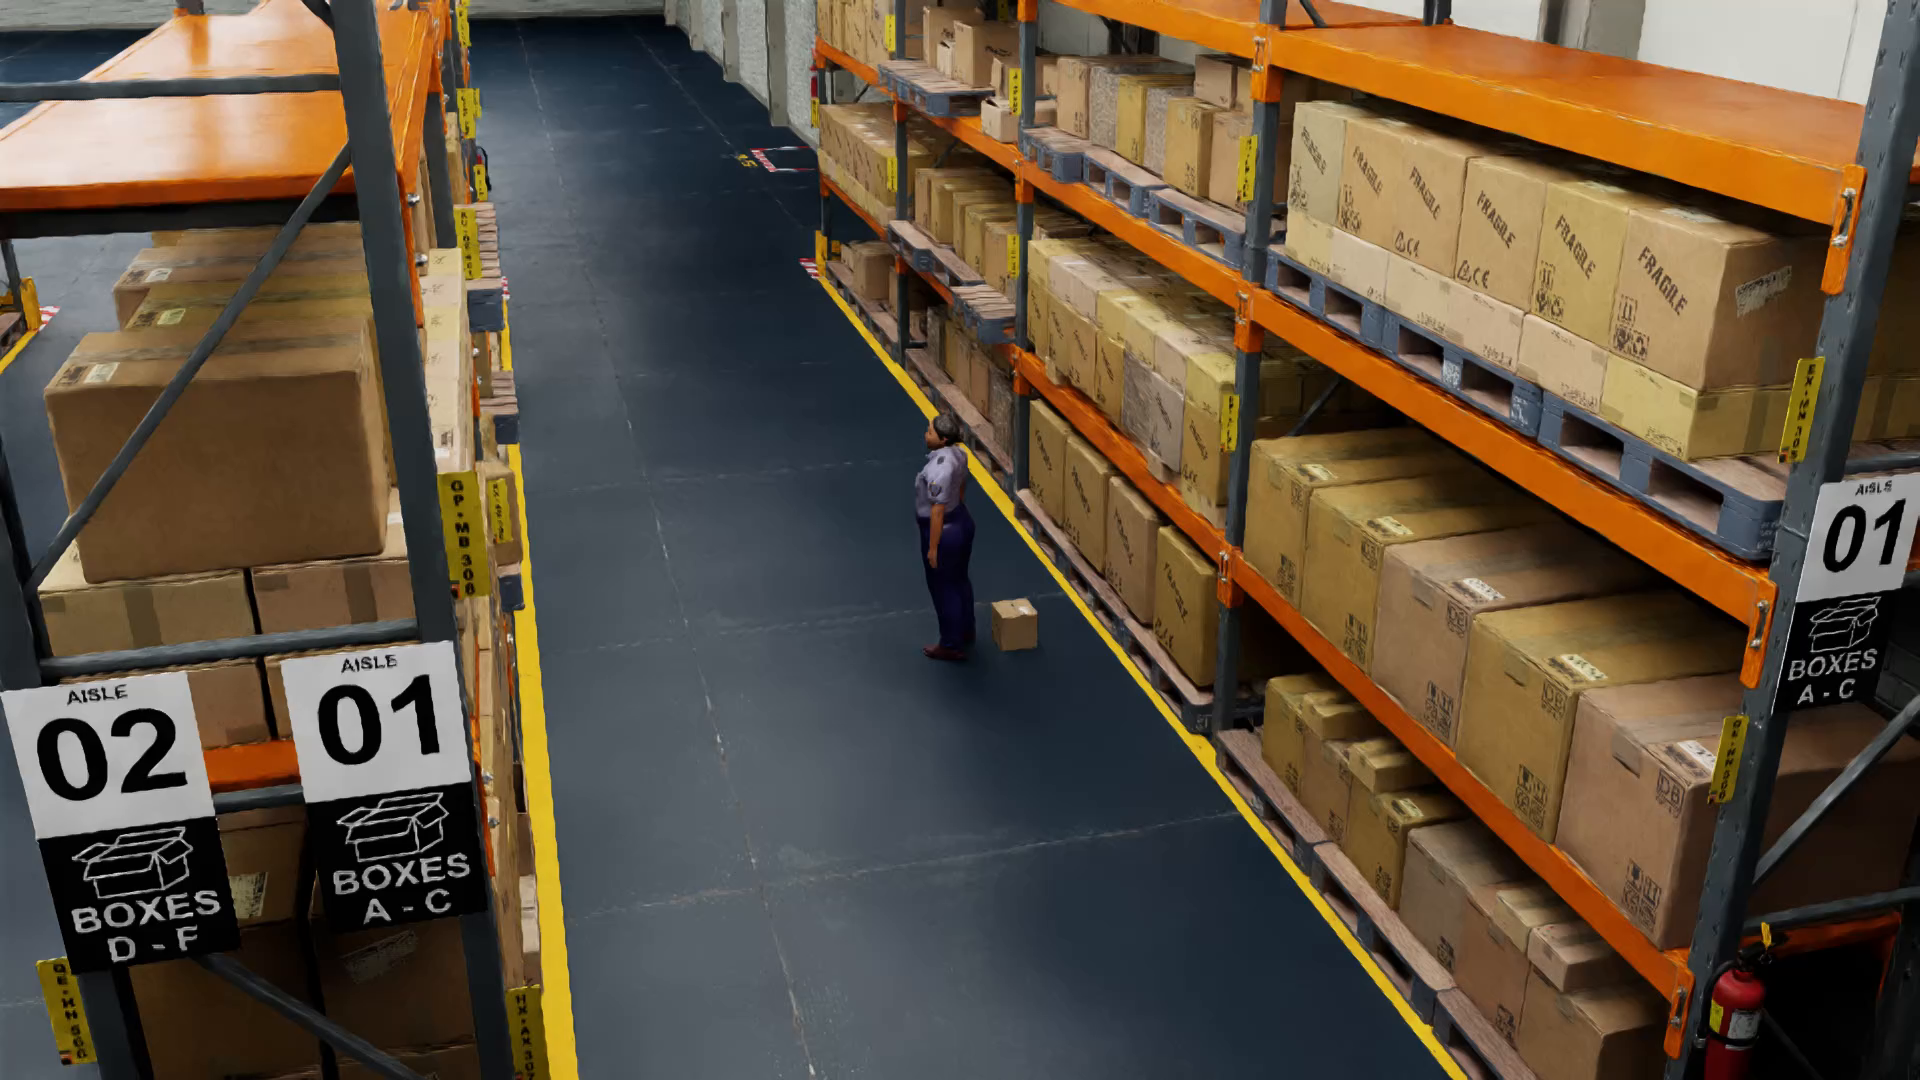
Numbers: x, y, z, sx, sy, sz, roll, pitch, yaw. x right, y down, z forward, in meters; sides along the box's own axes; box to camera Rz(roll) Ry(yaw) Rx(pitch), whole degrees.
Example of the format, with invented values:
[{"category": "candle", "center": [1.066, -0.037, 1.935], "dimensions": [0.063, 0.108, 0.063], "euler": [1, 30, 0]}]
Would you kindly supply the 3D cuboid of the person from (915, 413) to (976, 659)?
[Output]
[{"category": "person", "center": [-0.094, -0.046, 10.749], "dimensions": [0.352, 1.653, 0.588], "euler": [8, 24, 18]}]
